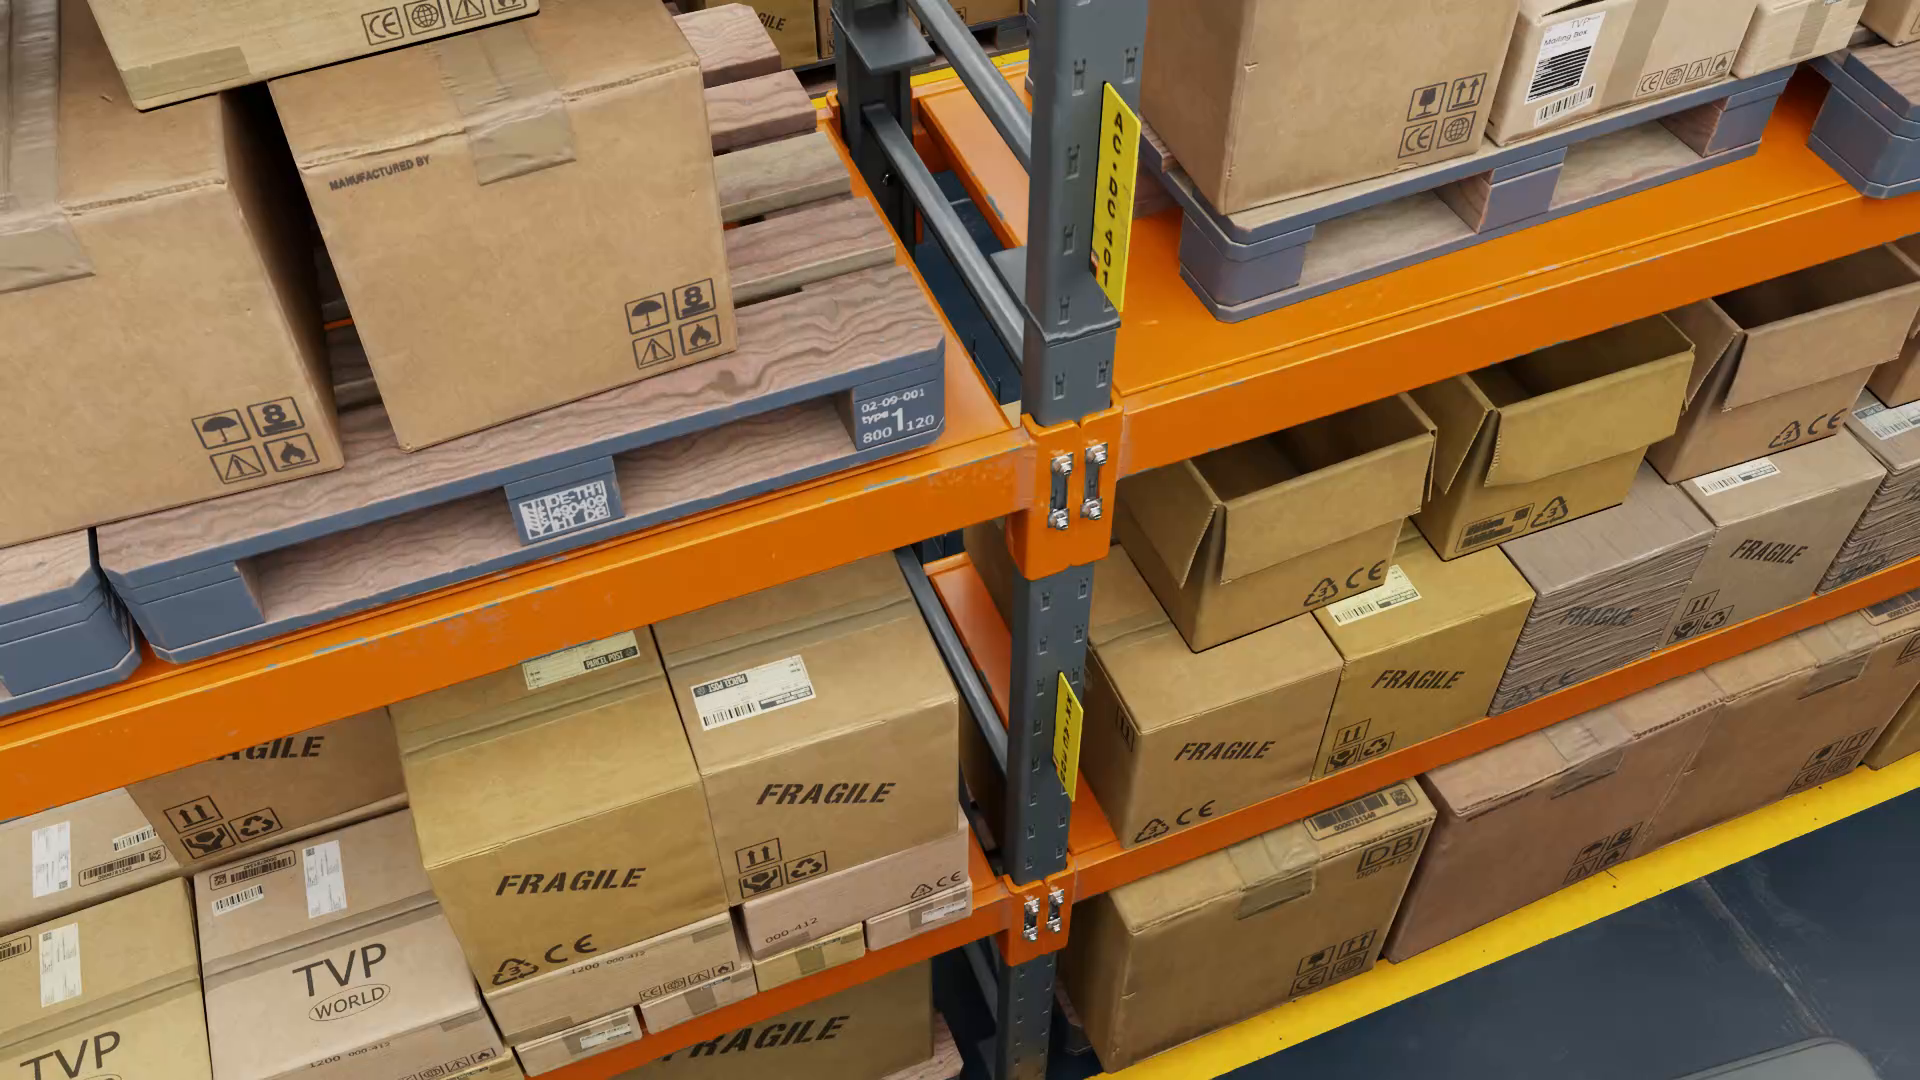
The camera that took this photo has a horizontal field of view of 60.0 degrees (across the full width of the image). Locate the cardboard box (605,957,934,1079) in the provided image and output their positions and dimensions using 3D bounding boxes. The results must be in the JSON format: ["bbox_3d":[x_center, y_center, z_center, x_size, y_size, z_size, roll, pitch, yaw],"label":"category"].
[{"bbox_3d":[-0.639,1.003,4.535,0.875,0.875,0.875,-17,52,-14],"label":"cardboard box"}]

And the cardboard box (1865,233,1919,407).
[{"bbox_3d":[2.418,-0.809,4.241,0.637,0.503,0.797,-16,51,-13],"label":"cardboard box"}]

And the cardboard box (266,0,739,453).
[{"bbox_3d":[-0.700,-0.598,2.401,0.500,0.500,0.700,-20,52,-16],"label":"cardboard box"}]

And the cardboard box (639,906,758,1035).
[{"bbox_3d":[-0.632,0.861,3.699,0.250,0.149,0.380,-18,52,-15],"label":"cardboard box"}]

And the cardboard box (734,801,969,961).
[{"bbox_3d":[-0.308,0.577,3.680,0.500,0.250,0.500,-18,52,-15],"label":"cardboard box"}]

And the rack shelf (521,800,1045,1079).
[{"bbox_3d":[-1.850,1.122,3.783,4.000,0.370,1.077,-17,52,-14],"label":"rack shelf"}]

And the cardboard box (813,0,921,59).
[{"bbox_3d":[-0.506,-2.699,7.962,0.500,0.500,0.500,-15,51,-13],"label":"cardboard box"}]

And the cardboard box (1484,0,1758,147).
[{"bbox_3d":[1.052,-1.022,2.955,0.500,0.311,0.500,-19,52,-15],"label":"cardboard box"}]

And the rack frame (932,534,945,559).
[{"bbox_3d":[-0.102,-0.262,5.882,0.006,0.900,0.240,-17,52,-14],"label":"rack frame"}]

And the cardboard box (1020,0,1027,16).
[{"bbox_3d":[0.447,-2.986,8.208,0.500,0.500,0.500,-19,52,-16],"label":"cardboard box"}]

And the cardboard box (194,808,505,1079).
[{"bbox_3d":[-1.258,0.874,3.425,0.500,0.250,0.500,-16,51,-14],"label":"cardboard box"}]

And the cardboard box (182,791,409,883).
[{"bbox_3d":[-1.472,0.509,3.739,0.500,0.250,0.500,-16,51,-13],"label":"cardboard box"}]

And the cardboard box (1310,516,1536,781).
[{"bbox_3d":[0.987,0.180,4.052,0.500,0.500,0.500,-17,51,-14],"label":"cardboard box"}]

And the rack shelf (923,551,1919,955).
[{"bbox_3d":[1.854,-0.025,4.768,4.000,0.370,1.077,-17,52,-14],"label":"rack shelf"}]

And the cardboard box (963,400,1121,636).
[{"bbox_3d":[0.332,-0.044,4.245,0.500,0.500,0.500,-17,51,-14],"label":"cardboard box"}]

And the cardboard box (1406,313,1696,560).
[{"bbox_3d":[1.230,-0.423,3.909,0.637,0.503,0.797,-17,51,-14],"label":"cardboard box"}]

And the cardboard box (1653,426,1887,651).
[{"bbox_3d":[1.927,-0.115,4.305,0.500,0.500,0.500,-16,51,-14],"label":"cardboard box"}]

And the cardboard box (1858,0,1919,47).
[{"bbox_3d":[1.822,-1.380,3.136,0.637,0.503,0.797,-18,52,-15],"label":"cardboard box"}]

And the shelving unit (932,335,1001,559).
[{"bbox_3d":[-0.008,-0.291,5.907,0.210,0.900,0.258,-17,52,-14],"label":"shelving unit"}]

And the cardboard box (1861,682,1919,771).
[{"bbox_3d":[3.058,-0.094,5.478,0.875,0.875,1.225,-19,52,-16],"label":"cardboard box"}]

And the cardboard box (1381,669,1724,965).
[{"bbox_3d":[1.414,0.415,5.040,0.875,0.875,1.225,-19,52,-15],"label":"cardboard box"}]

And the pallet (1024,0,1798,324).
[{"bbox_3d":[0.832,-0.898,3.193,1.217,0.209,0.805,-19,52,-16],"label":"pallet"}]

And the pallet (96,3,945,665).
[{"bbox_3d":[-0.759,-0.407,2.703,1.213,0.211,1.003,-17,52,-14],"label":"pallet"}]

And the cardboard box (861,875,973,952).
[{"bbox_3d":[-0.156,0.714,3.826,0.250,0.149,0.380,-17,51,-14],"label":"cardboard box"}]

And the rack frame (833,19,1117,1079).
[{"bbox_3d":[0.002,0.314,4.003,0.127,3.000,1.000,-17,52,-14],"label":"rack frame"}]

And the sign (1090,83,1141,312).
[{"bbox_3d":[0.213,-0.468,2.304,0.005,0.325,0.100,-17,52,-14],"label":"sign"}]

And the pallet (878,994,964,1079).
[{"bbox_3d":[-0.732,1.386,4.921,1.213,0.211,1.003,-17,52,-14],"label":"pallet"}]

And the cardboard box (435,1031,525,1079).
[{"bbox_3d":[-1.109,1.009,3.572,0.250,0.149,0.380,-16,51,-14],"label":"cardboard box"}]

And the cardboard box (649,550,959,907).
[{"bbox_3d":[-0.322,0.342,3.388,0.500,0.500,0.500,-16,51,-13],"label":"cardboard box"}]

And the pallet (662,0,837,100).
[{"bbox_3d":[-1.060,-2.514,8.270,1.213,0.211,1.003,-17,52,-14],"label":"pallet"}]
